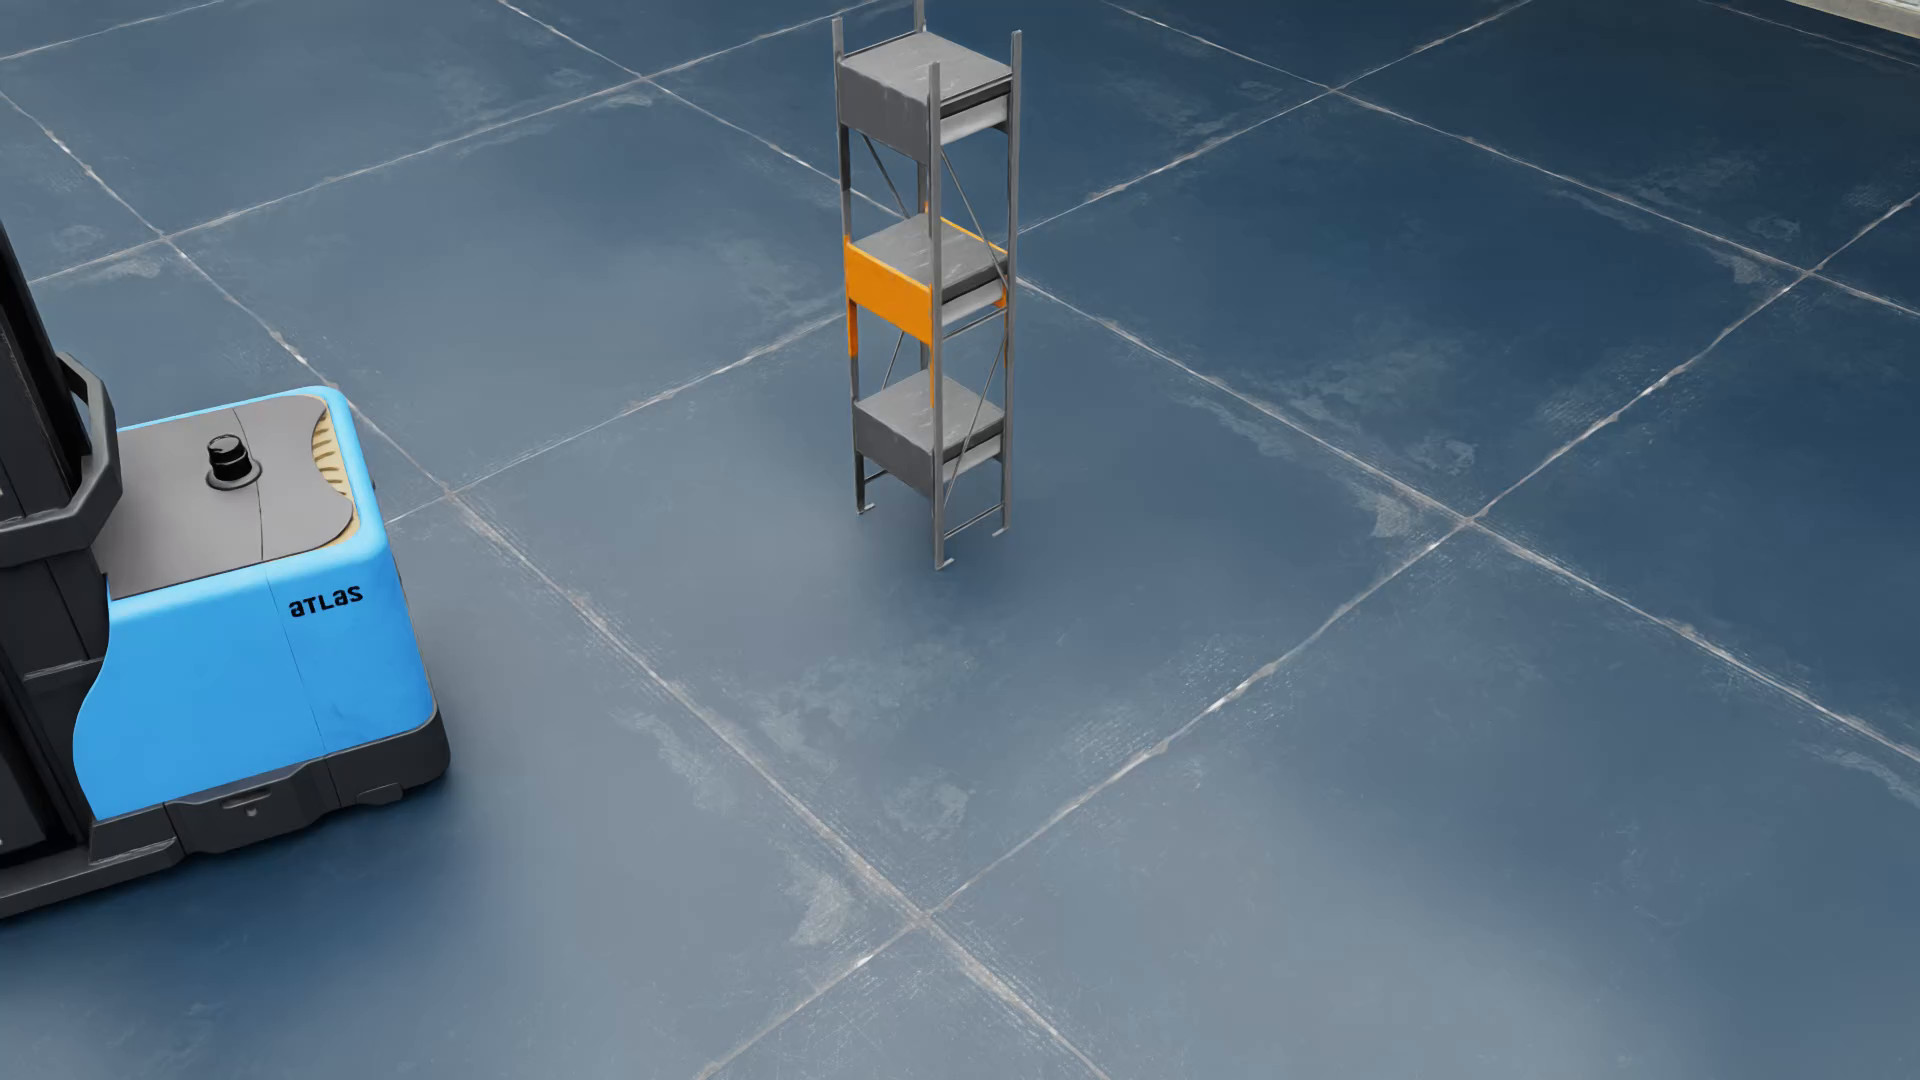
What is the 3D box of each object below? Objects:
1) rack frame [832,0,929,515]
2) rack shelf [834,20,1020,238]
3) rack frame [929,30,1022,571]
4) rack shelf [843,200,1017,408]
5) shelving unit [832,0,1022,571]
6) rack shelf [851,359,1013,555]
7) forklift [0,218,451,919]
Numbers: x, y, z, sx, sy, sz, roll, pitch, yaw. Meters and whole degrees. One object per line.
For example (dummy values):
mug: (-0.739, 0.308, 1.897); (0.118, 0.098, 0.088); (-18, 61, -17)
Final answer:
rack frame: (-0.277, -1.006, 6.325); (0.400, 2.100, 0.015); (-30, 48, -32)
rack shelf: (-0.112, -1.427, 5.754); (0.431, 0.518, 0.480); (-30, 48, -32)
rack frame: (0.053, -0.781, 6.045); (0.400, 2.100, 0.015); (-30, 48, -32)
rack shelf: (-0.112, -0.883, 6.194); (0.431, 0.518, 0.480); (-30, 48, -32)
shelving unit: (-0.112, -0.893, 6.185); (0.431, 2.100, 0.503); (-30, 48, -32)
rack shelf: (-0.112, -0.338, 6.634); (0.431, 0.518, 0.480); (-30, 48, -32)
forklift: (-3.306, -0.198, 4.663); (3.031, 2.935, 1.130); (-16, 42, -19)
